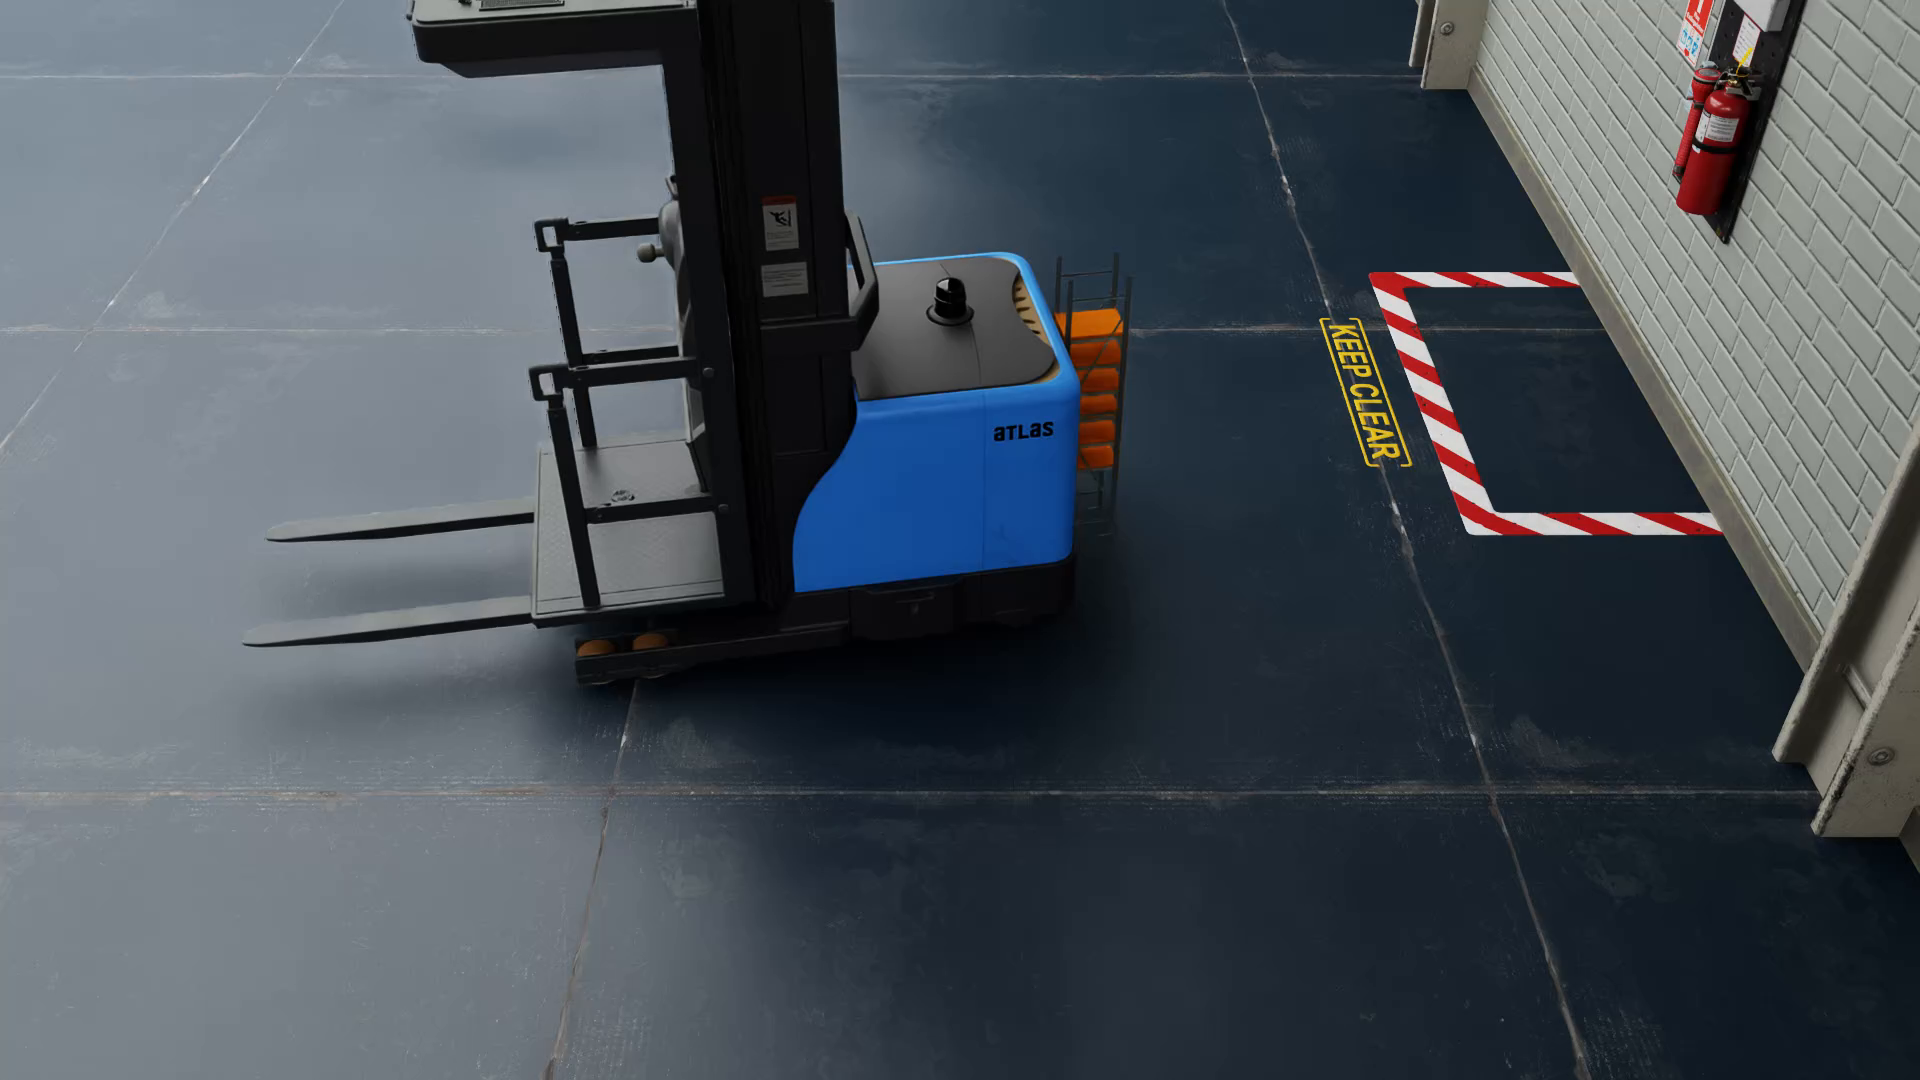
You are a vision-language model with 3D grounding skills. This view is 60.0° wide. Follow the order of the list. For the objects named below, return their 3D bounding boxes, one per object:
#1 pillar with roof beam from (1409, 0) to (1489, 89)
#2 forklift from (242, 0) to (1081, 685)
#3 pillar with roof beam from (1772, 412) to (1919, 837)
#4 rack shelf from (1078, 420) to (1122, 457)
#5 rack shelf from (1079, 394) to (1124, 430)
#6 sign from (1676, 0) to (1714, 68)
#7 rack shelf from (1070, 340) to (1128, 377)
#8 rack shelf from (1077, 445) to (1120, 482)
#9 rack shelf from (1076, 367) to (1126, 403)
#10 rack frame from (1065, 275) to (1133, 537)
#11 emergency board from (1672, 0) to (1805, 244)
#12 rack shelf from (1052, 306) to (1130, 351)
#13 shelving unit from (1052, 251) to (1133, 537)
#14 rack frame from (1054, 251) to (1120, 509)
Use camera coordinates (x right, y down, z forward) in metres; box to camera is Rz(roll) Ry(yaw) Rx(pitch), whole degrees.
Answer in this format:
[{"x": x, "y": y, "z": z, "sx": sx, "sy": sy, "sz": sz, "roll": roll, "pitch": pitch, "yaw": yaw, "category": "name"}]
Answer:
[{"x": -1.314, "y": -6.400, "z": 7.540, "sx": 9.100, "sy": 9.000, "sz": 0.400, "roll": 0, "pitch": 39, "yaw": 0, "category": "pillar with roof beam"}, {"x": -1.133, "y": -0.973, "z": 5.621, "sx": 3.031, "sy": 2.935, "sz": 1.130, "roll": -6, "pitch": 39, "yaw": -8, "category": "forklift"}, {"x": -1.307, "y": -2.648, "z": 2.858, "sx": 9.100, "sy": 9.000, "sz": 0.400, "roll": 0, "pitch": 39, "yaw": 0, "category": "pillar with roof beam"}, {"x": 0.489, "y": -0.404, "z": 6.558, "sx": 0.258, "sy": 0.103, "sz": 0.180, "roll": -6, "pitch": 39, "yaw": -8, "category": "rack shelf"}, {"x": 0.490, "y": -0.498, "z": 6.483, "sx": 0.258, "sy": 0.103, "sz": 0.180, "roll": -6, "pitch": 39, "yaw": -8, "category": "rack shelf"}, {"x": 3.136, "y": -2.215, "z": 7.087, "sx": 0.001, "sy": 0.329, "sz": 0.234, "roll": 0, "pitch": 39, "yaw": 0, "category": "sign"}, {"x": 0.490, "y": -0.685, "z": 6.333, "sx": 0.258, "sy": 0.103, "sz": 0.180, "roll": -6, "pitch": 39, "yaw": -8, "category": "rack shelf"}, {"x": 0.489, "y": -0.311, "z": 6.633, "sx": 0.258, "sy": 0.103, "sz": 0.180, "roll": -6, "pitch": 39, "yaw": -8, "category": "rack shelf"}, {"x": 0.490, "y": -0.592, "z": 6.408, "sx": 0.258, "sy": 0.103, "sz": 0.180, "roll": -6, "pitch": 39, "yaw": -8, "category": "rack shelf"}, {"x": 0.506, "y": -0.477, "z": 6.385, "sx": 0.240, "sy": 1.200, "sz": 0.006, "roll": -6, "pitch": 39, "yaw": -8, "category": "rack frame"}, {"x": 3.034, "y": -1.855, "z": 6.667, "sx": 0.194, "sy": 1.169, "sz": 0.643, "roll": 0, "pitch": 39, "yaw": 0, "category": "emergency board"}, {"x": 0.490, "y": -0.779, "z": 6.258, "sx": 0.258, "sy": 0.103, "sz": 0.180, "roll": -6, "pitch": 39, "yaw": -8, "category": "rack shelf"}, {"x": 0.490, "y": -0.533, "z": 6.455, "sx": 0.258, "sy": 1.200, "sz": 0.189, "roll": -6, "pitch": 39, "yaw": -8, "category": "shelving unit"}, {"x": 0.473, "y": -0.589, "z": 6.525, "sx": 0.240, "sy": 1.200, "sz": 0.006, "roll": -6, "pitch": 39, "yaw": -8, "category": "rack frame"}]
